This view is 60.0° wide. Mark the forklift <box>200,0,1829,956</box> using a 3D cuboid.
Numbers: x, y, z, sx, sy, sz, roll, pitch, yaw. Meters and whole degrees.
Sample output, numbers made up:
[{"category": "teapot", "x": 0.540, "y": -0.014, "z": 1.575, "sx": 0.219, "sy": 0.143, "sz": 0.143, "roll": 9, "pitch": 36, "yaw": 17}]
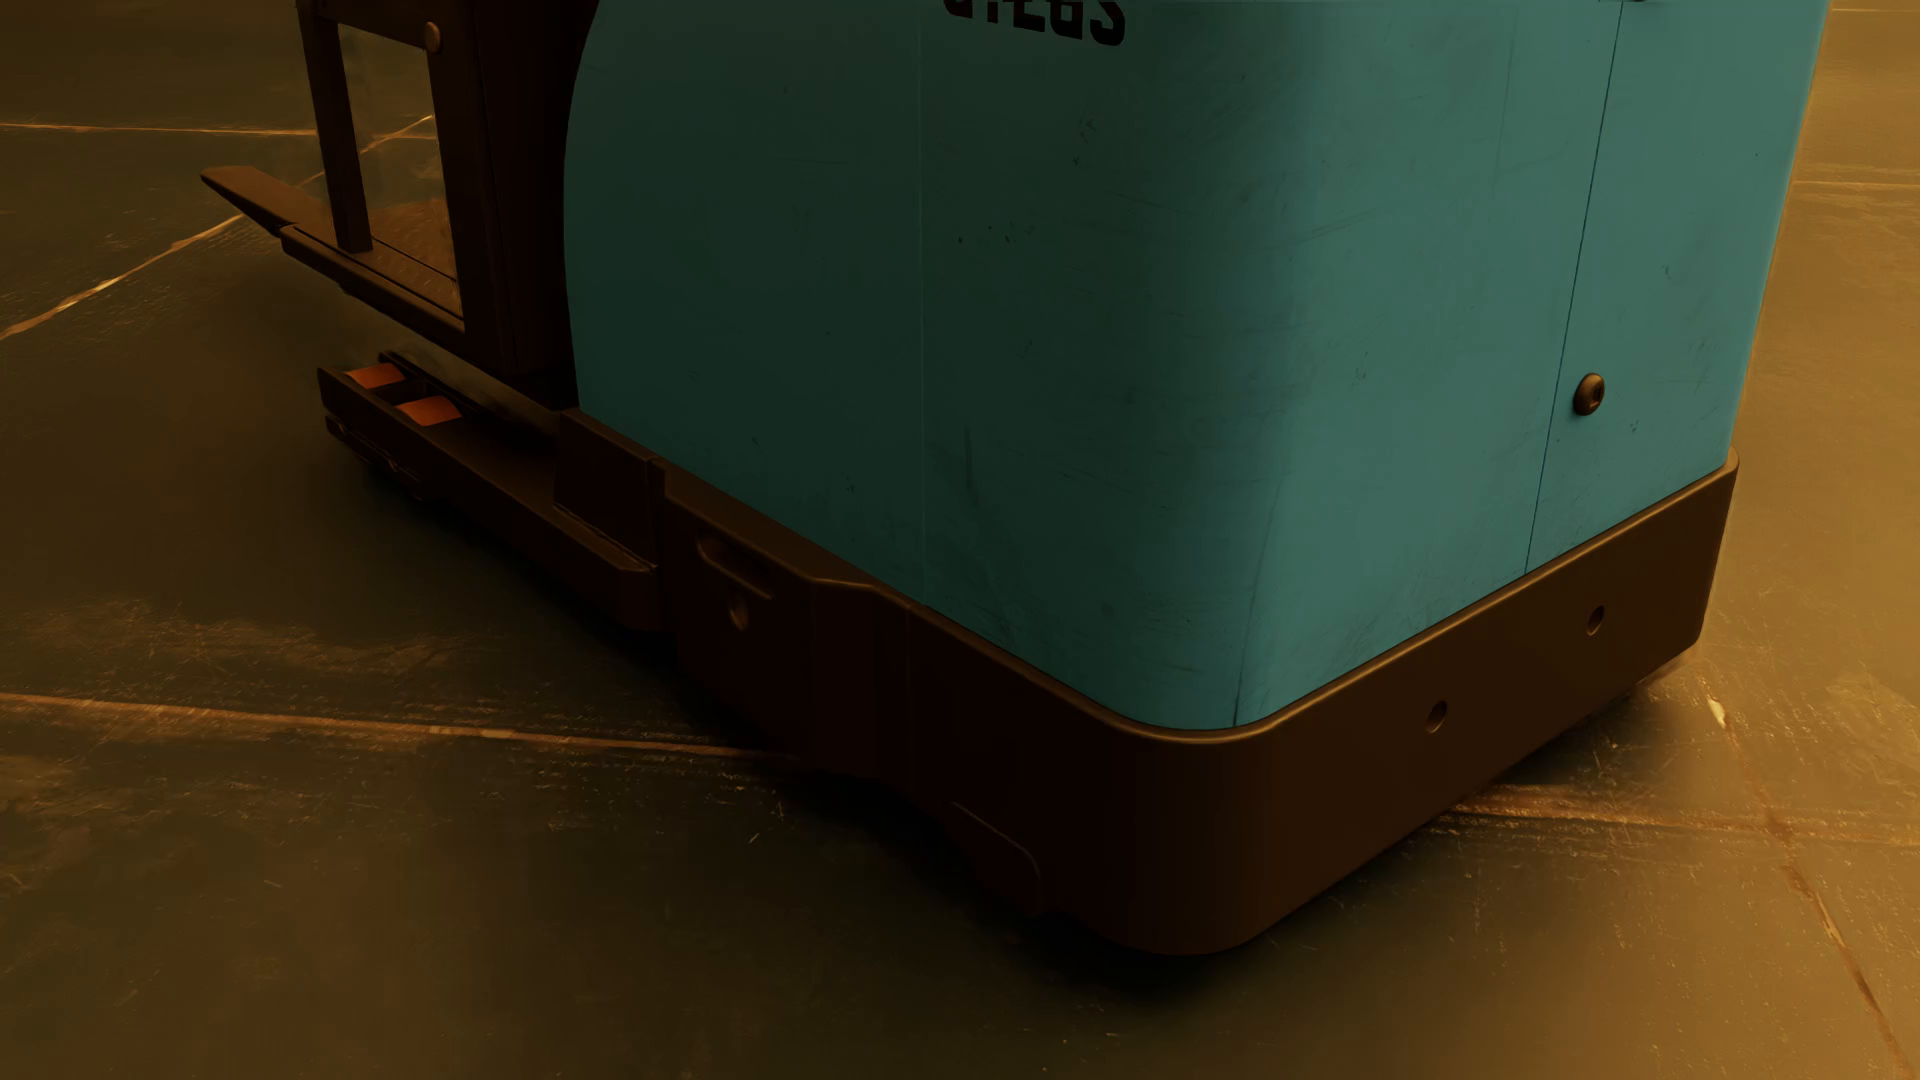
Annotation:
[{"category": "forklift", "x": -0.400, "y": -1.501, "z": 2.226, "sx": 1.130, "sy": 2.935, "sz": 3.031, "roll": -21, "pitch": 33, "yaw": -36}]
